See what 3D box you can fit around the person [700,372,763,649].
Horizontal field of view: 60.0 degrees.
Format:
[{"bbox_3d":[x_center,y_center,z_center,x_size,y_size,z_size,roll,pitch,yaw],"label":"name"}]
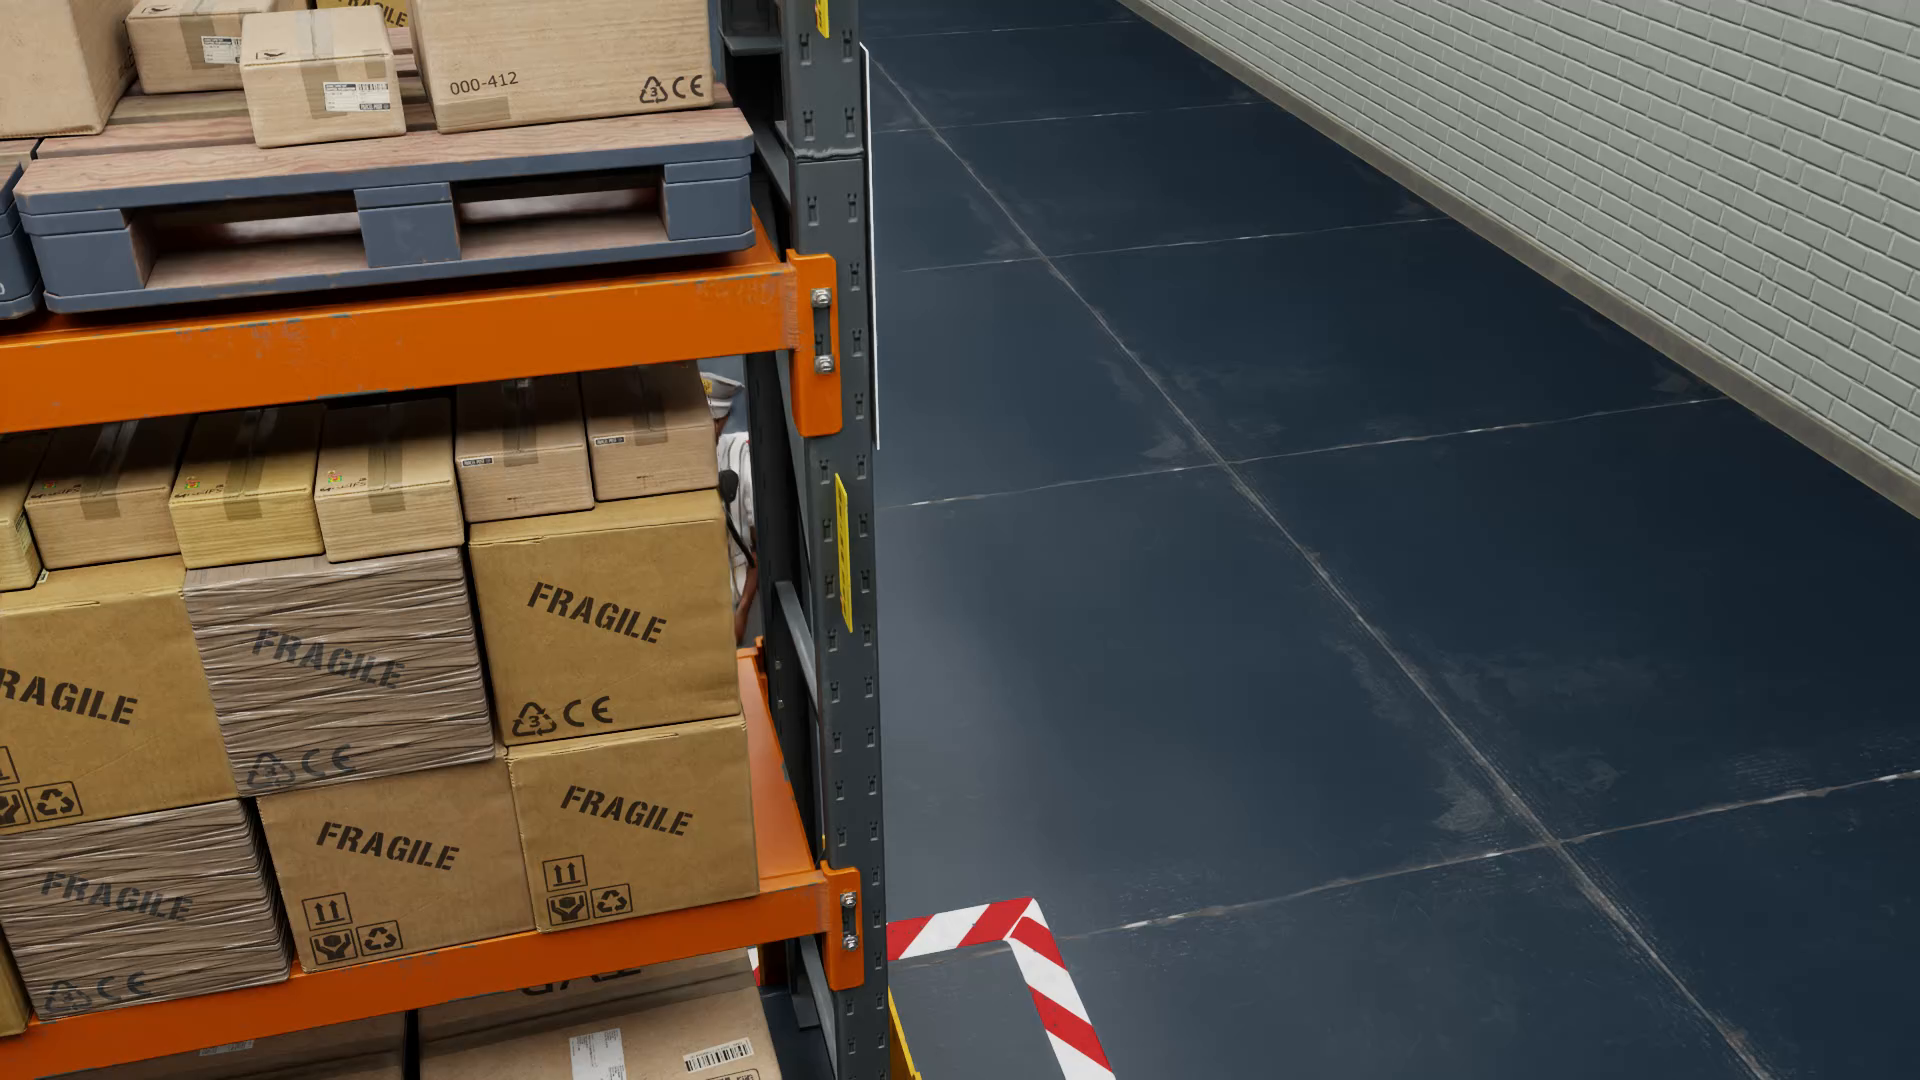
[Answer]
[{"bbox_3d":[-0.903,0.211,5.710,0.532,1.702,0.422,1,30,2],"label":"person"}]
